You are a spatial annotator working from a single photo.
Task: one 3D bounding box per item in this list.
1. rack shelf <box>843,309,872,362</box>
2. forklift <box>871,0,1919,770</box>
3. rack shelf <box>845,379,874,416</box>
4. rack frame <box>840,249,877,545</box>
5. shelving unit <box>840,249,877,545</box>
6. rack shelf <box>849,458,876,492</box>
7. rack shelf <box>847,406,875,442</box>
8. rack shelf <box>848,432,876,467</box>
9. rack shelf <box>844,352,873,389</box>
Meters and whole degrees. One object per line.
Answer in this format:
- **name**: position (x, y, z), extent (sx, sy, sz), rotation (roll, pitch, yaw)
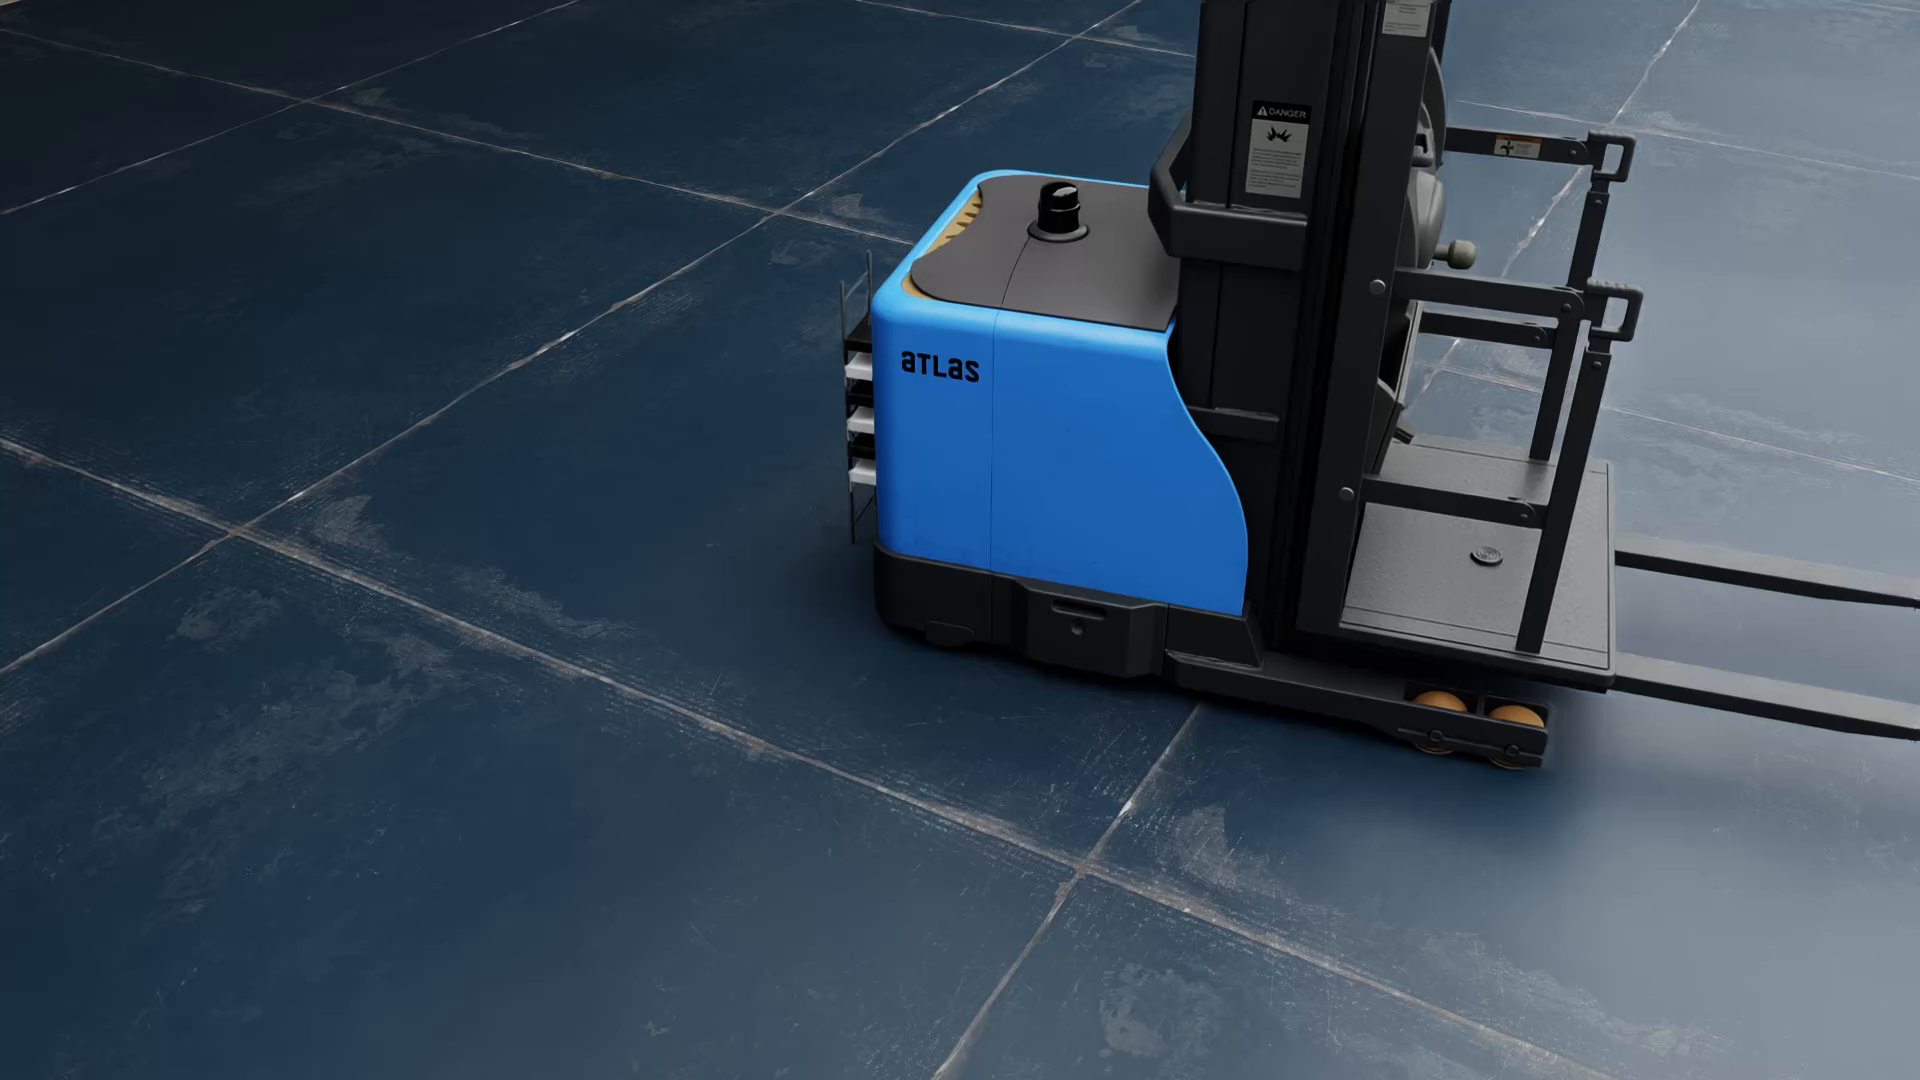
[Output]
- **rack shelf**: position (-0.206, -0.601, 4.914), extent (0.200, 0.077, 0.258), rotation (10, 35, 15)
- **forklift**: position (1.329, -0.951, 4.034), extent (3.031, 2.935, 1.130), rotation (10, 35, 15)
- **rack shelf**: position (-0.206, -0.451, 5.014), extent (0.200, 0.077, 0.258), rotation (10, 35, 15)
- **rack frame**: position (-0.303, -0.422, 5.071), extent (0.006, 0.900, 0.240), rotation (10, 35, 15)
- **shelving unit**: position (-0.206, -0.404, 5.045), extent (0.210, 0.900, 0.258), rotation (10, 35, 15)
- **rack shelf**: position (-0.206, -0.227, 5.164), extent (0.200, 0.077, 0.258), rotation (10, 35, 15)
- **rack shelf**: position (-0.206, -0.377, 5.064), extent (0.200, 0.077, 0.258), rotation (10, 35, 15)
- **rack shelf**: position (-0.206, -0.302, 5.114), extent (0.200, 0.077, 0.258), rotation (10, 35, 15)
- **rack shelf**: position (-0.206, -0.526, 4.964), extent (0.200, 0.077, 0.258), rotation (10, 35, 15)
